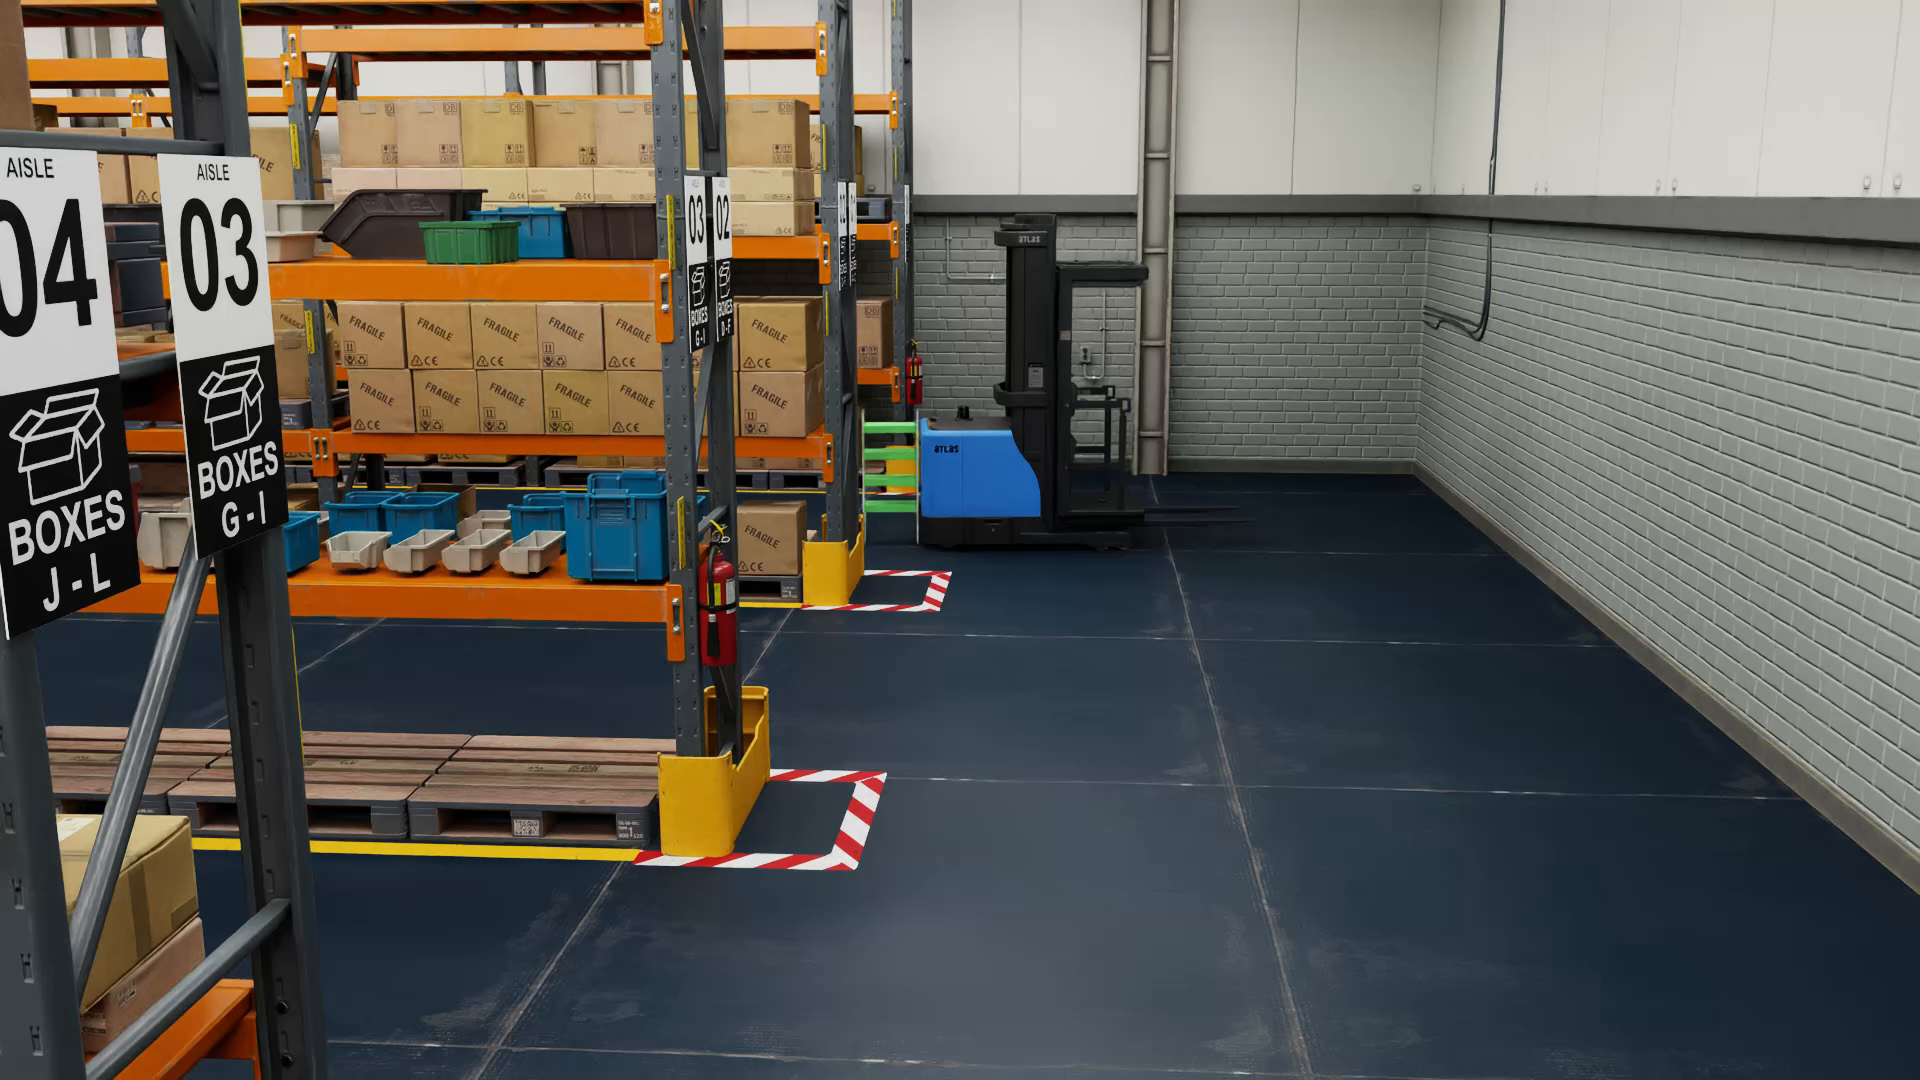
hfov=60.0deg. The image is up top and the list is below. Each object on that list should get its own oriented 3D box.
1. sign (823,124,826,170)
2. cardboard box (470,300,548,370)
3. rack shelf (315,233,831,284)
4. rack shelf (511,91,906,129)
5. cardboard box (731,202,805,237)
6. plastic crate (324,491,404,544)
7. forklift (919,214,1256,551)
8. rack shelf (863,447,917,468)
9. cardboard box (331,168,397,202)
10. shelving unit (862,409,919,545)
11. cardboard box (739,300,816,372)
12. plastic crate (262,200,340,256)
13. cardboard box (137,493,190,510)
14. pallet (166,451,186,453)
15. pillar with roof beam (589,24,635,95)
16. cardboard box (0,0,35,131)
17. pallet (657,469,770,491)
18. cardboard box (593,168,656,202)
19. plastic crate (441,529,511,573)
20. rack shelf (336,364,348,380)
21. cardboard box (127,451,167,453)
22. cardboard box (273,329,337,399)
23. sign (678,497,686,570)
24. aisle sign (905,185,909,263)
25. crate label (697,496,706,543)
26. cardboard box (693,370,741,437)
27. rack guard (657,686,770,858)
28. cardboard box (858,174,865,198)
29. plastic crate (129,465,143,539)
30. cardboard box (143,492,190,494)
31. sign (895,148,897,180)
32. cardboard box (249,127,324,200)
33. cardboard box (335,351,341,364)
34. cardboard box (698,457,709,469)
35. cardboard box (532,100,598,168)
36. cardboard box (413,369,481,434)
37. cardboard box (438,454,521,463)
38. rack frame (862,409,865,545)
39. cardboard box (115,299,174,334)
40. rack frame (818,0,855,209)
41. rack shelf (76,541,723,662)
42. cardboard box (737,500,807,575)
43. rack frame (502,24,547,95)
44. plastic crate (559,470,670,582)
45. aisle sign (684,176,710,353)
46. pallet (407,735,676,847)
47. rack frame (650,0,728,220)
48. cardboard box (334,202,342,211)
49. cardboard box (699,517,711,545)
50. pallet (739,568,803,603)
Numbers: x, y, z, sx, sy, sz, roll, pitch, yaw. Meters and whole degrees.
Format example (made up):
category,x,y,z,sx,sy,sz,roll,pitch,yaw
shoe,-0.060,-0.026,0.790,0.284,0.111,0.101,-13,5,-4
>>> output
category,x,y,z,sx,sy,sz,roll,pitch,yaw
sign,-0.986,-2.865,12.130,0.005,0.325,0.100,1,12,4
cardboard box,-3.441,-1.591,12.845,0.500,0.500,0.500,0,12,2
rack shelf,-2.925,-2.220,12.966,4.000,0.370,1.077,1,12,4
rack shelf,-2.598,-4.504,17.538,4.000,0.370,1.077,1,12,4
cardboard box,-1.460,-2.424,12.553,0.500,0.250,0.500,1,12,4
plastic crate,-3.102,-0.105,8.686,0.300,0.233,0.416,1,12,4
forklift,1.145,-1.448,15.014,3.031,2.935,1.130,0,12,-2
rack shelf,-0.630,-0.745,15.022,0.480,0.148,0.258,0,12,-2
cardboard box,-4.452,-2.713,12.713,0.500,0.250,0.500,1,12,4
shelving unit,-0.630,-0.573,15.059,0.503,1.200,0.258,0,12,-2
cardboard box,-1.392,-1.564,12.717,0.500,0.500,0.500,1,12,3
plastic crate,-3.455,-1.568,8.383,0.530,0.282,0.437,1,12,4
cardboard box,-6.425,-0.086,13.368,0.500,0.500,0.500,1,12,4
pallet,-9.364,-0.844,18.768,1.213,0.211,1.003,1,12,4
pillar with roof beam,-4.125,-4.367,14.149,0.400,9.000,9.100,1,12,4
cardboard box,-2.117,-0.820,3.005,0.500,0.500,0.700,0,12,0
pallet,-2.619,-0.736,18.251,1.213,0.211,1.003,1,12,4
cardboard box,-2.456,-2.685,12.579,0.500,0.250,0.500,1,12,4
plastic crate,-2.378,0.054,8.162,0.243,0.136,0.396,1,12,4
rack shelf,-6.589,-1.818,18.373,4.000,0.370,1.077,1,12,4
cardboard box,-9.306,-1.189,18.637,0.500,0.500,0.700,1,12,5
cardboard box,-5.378,-1.438,13.527,0.500,0.500,0.700,-3,12,-15
sign,-1.285,-0.032,7.677,0.005,0.325,0.100,1,12,4
aisle sign,-0.550,-3.298,17.343,0.004,0.787,0.394,1,12,4
crate label,-1.488,-0.082,8.580,0.303,0.233,0.416,1,12,4
cardboard box,-1.912,-1.082,12.853,0.500,0.500,0.500,1,12,4
rack guard,-1.239,1.157,8.499,0.348,0.500,1.175,1,12,4
cardboard box,-1.314,-3.798,17.849,0.500,0.250,0.500,1,12,7
plastic crate,-4.381,-0.116,8.177,0.583,0.464,0.402,1,12,4
cardboard box,-6.418,-0.193,13.875,0.500,0.500,0.500,1,12,4
sign,-0.652,-3.840,16.988,0.005,0.325,0.100,1,12,4
cardboard box,-5.418,-2.925,13.065,0.600,0.600,0.600,0,12,-2
cardboard box,-6.740,-2.014,18.116,0.250,0.149,0.380,1,12,4
cardboard box,-2.841,-1.079,18.161,0.500,0.500,0.700,1,12,5
cardboard box,-2.935,-3.121,12.834,0.500,0.500,0.700,1,12,4
cardboard box,-3.919,-1.111,12.990,0.500,0.500,0.500,1,12,5
cardboard box,-5.250,-1.279,18.261,0.750,0.750,0.750,1,12,4
rack frame,-0.874,-0.571,15.048,0.015,1.200,0.240,0,12,-2
cardboard box,-9.054,-2.466,18.396,0.500,0.500,0.700,-1,12,-3
rack frame,-0.929,-4.013,12.455,0.127,3.000,1.000,1,12,4
rack shelf,-3.260,0.260,8.436,4.000,0.370,1.077,1,12,4
cardboard box,-1.488,-0.025,13.075,0.500,0.500,0.500,1,12,4
rack frame,-4.593,-5.079,17.554,0.127,3.000,1.000,1,12,4
plastic crate,-1.611,-0.077,8.061,0.499,0.435,0.616,1,12,4
aisle sign,-1.212,-1.276,7.675,0.004,0.787,0.394,1,12,4
pallet,-2.084,1.281,8.609,1.213,0.211,1.003,1,12,4
rack frame,-1.264,-3.001,7.617,0.127,3.000,1.000,1,12,4
cardboard box,-4.452,-2.469,12.765,0.500,0.250,0.500,1,12,4
cardboard box,-1.952,-0.018,13.651,0.500,0.250,0.500,1,12,4
pallet,-1.801,0.277,13.411,1.213,0.211,1.003,1,12,4
